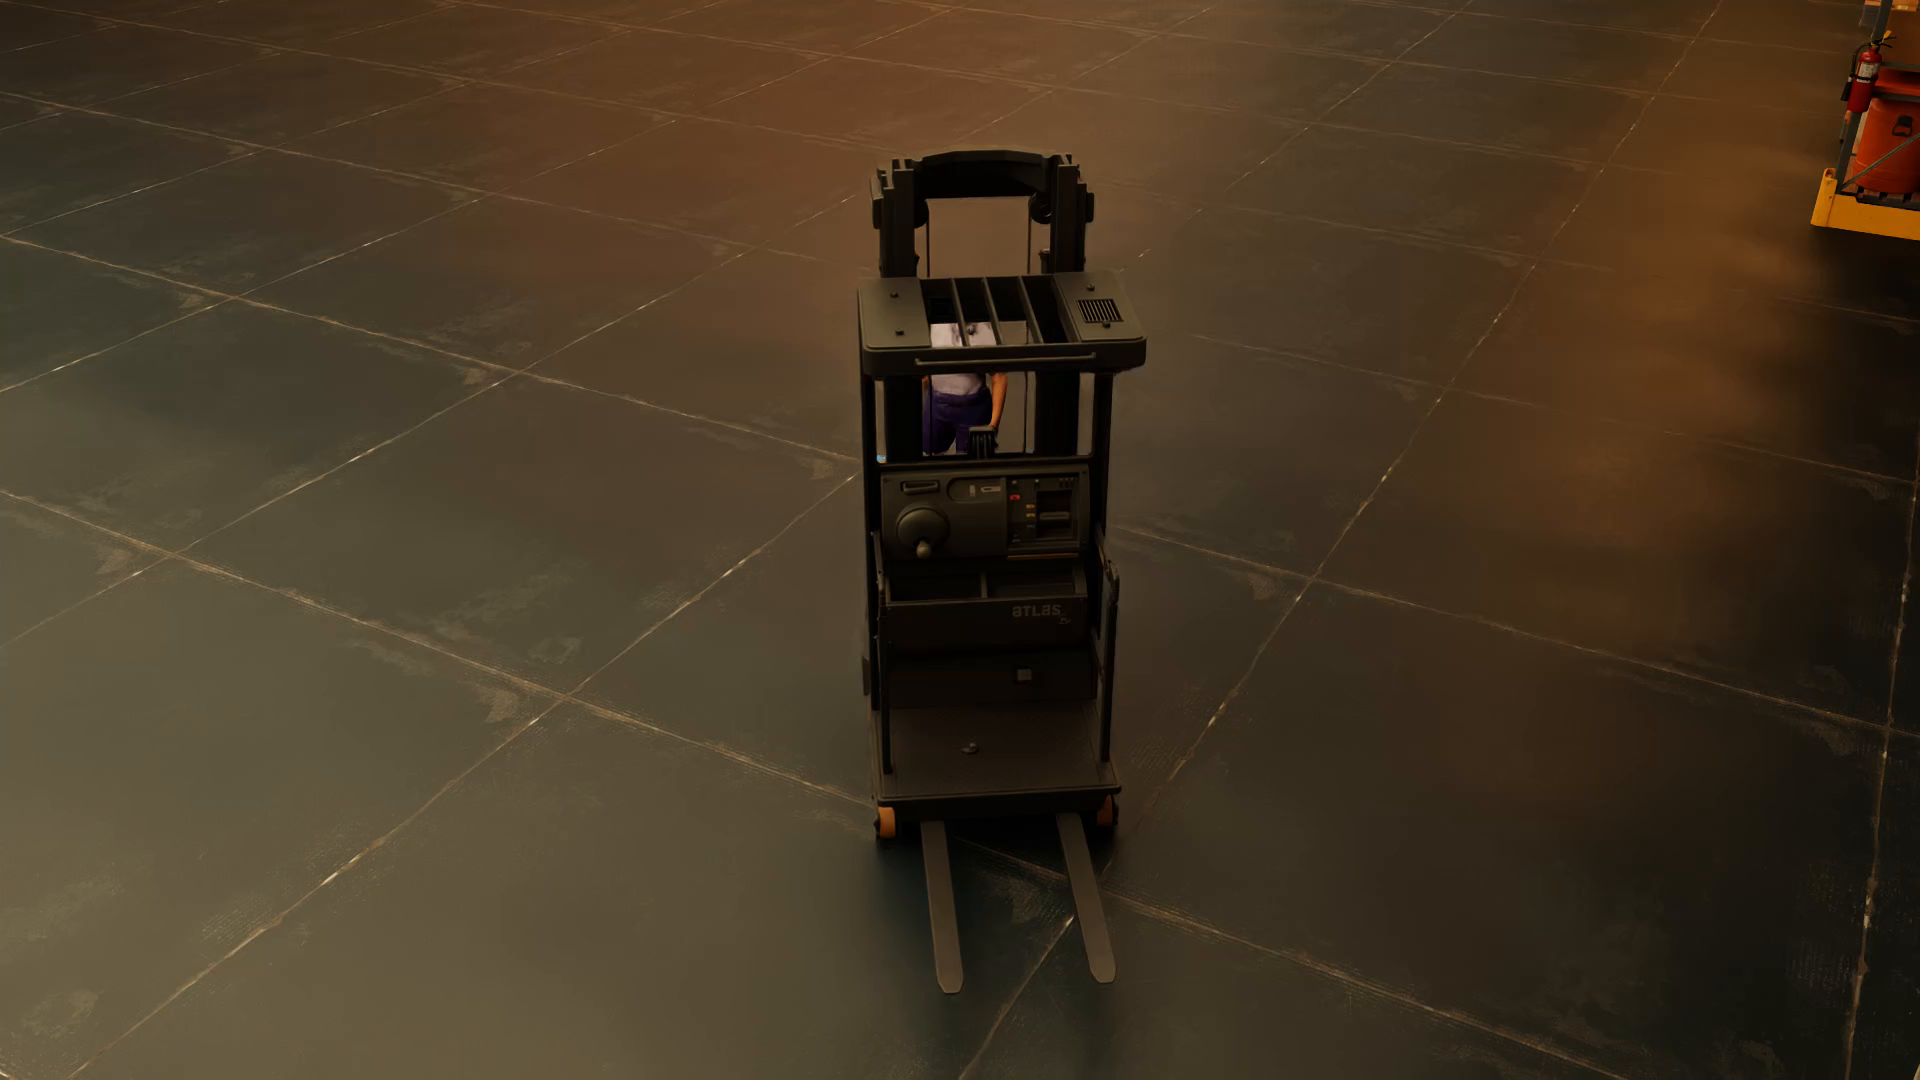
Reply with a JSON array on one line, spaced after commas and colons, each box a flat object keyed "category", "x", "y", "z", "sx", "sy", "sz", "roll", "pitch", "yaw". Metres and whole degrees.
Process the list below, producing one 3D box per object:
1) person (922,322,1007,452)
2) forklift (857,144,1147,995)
[{"category": "person", "x": -0.064, "y": -0.683, "z": 9.531, "sx": 0.598, "sy": 1.644, "sz": 0.502, "roll": 15, "pitch": 33, "yaw": 25}, {"category": "forklift", "x": 0.137, "y": -0.074, "z": 7.199, "sx": 1.130, "sy": 2.935, "sz": 3.031, "roll": -3, "pitch": 30, "yaw": -4}]
